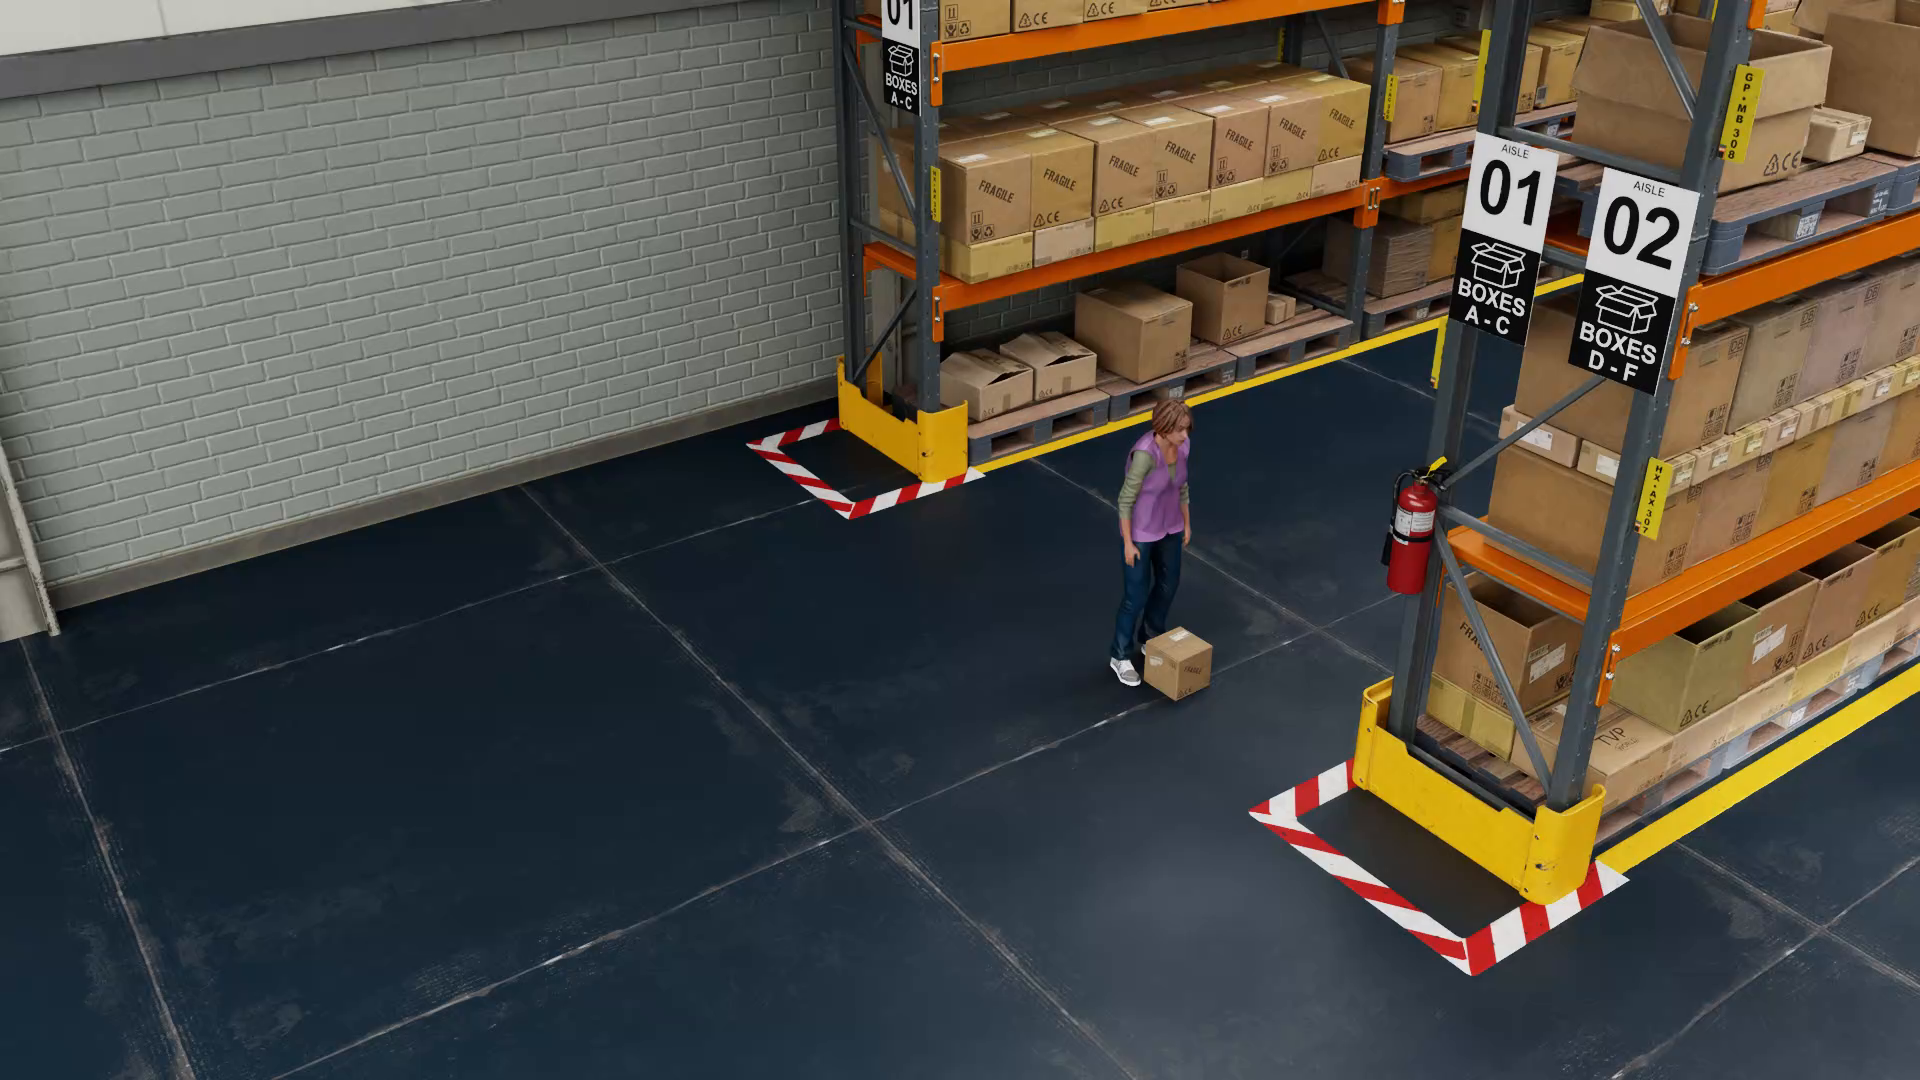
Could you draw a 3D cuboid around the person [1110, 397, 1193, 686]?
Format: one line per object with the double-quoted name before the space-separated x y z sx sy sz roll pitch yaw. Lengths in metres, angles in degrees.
"person" 1.013 -0.024 8.680 0.474 1.593 0.349 -20 35 -32
